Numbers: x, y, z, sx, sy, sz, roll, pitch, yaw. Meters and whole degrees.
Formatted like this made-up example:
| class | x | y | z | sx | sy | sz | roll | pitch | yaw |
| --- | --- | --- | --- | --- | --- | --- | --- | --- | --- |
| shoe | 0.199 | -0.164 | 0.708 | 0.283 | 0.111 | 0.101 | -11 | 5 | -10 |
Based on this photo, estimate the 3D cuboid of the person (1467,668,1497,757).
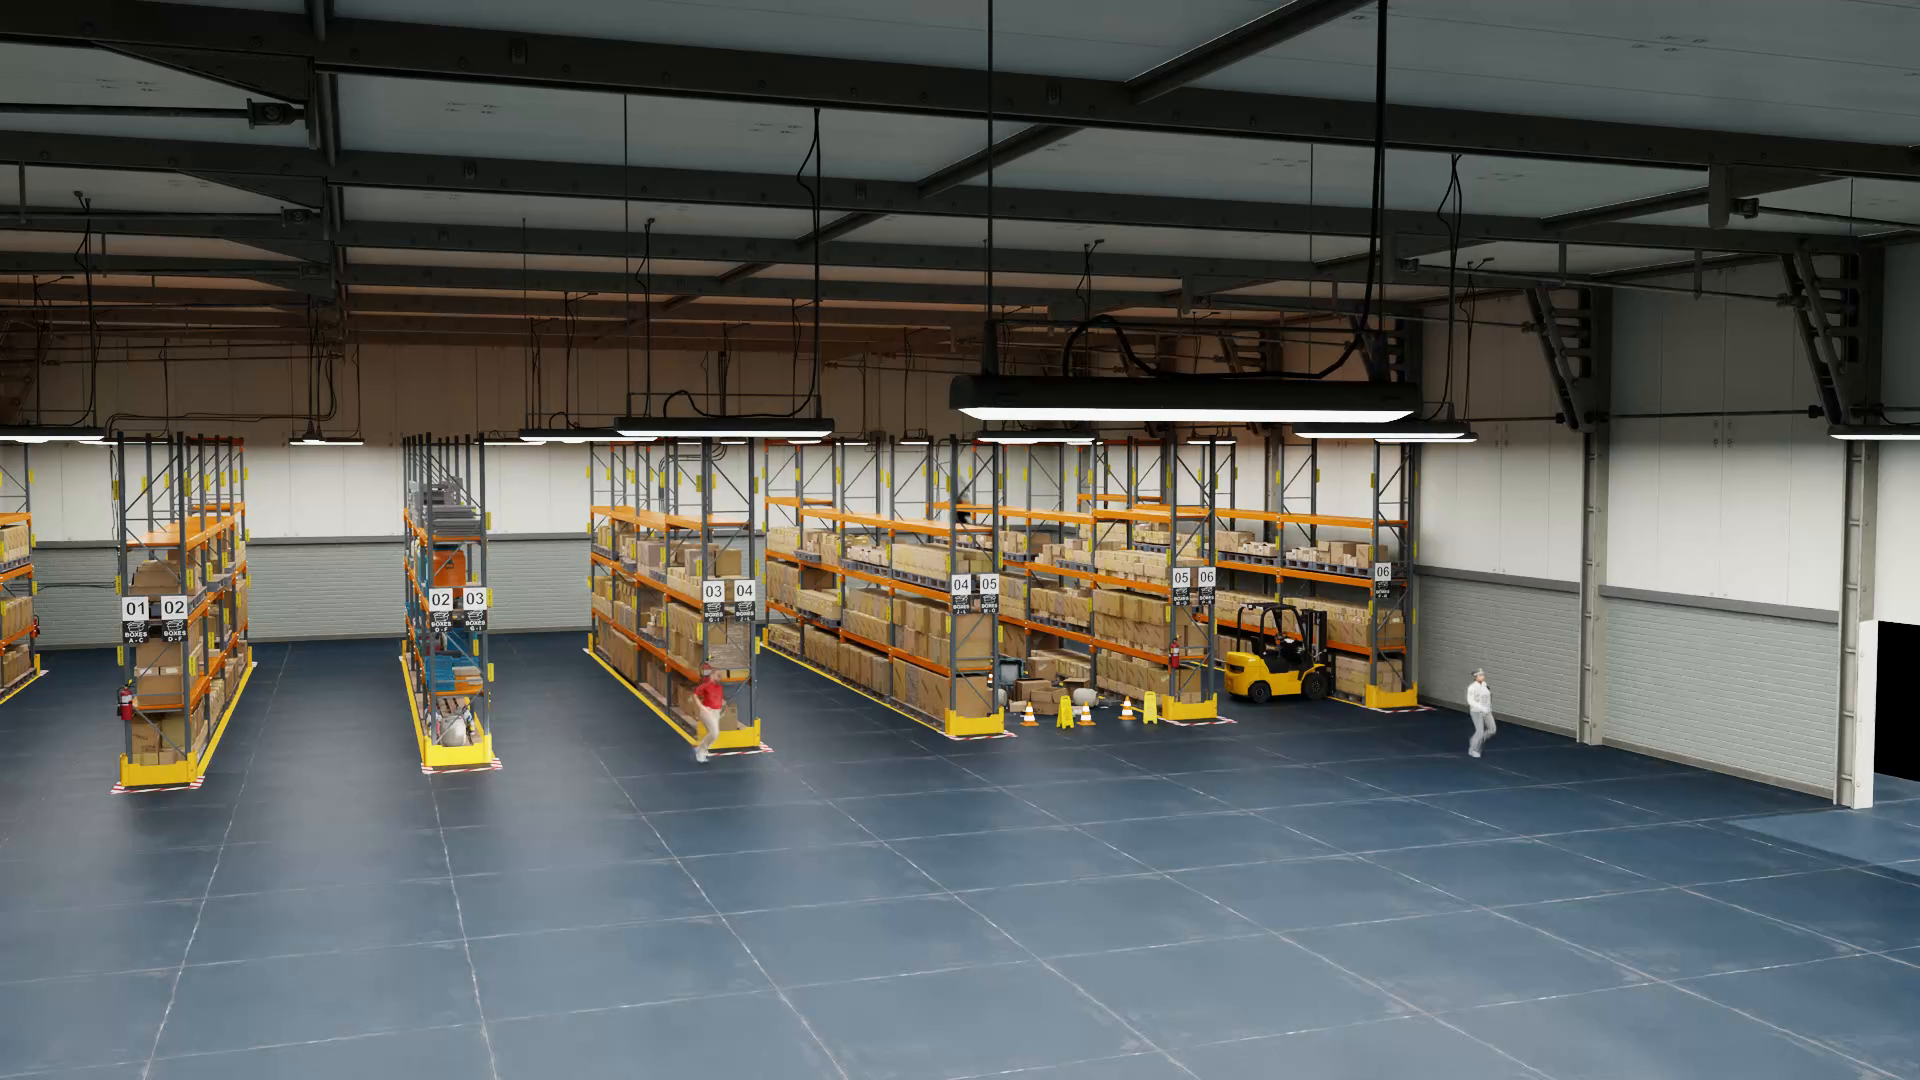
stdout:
| class | x | y | z | sx | sy | sz | roll | pitch | yaw |
| --- | --- | --- | --- | --- | --- | --- | --- | --- | --- |
| person | 9.656 | 3.188 | 30.765 | 0.629 | 1.658 | 0.534 | -2 | 4 | -30 |

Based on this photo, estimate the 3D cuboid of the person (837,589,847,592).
| class | x | y | z | sx | sy | sz | roll | pitch | yaw |
| --- | --- | --- | --- | --- | --- | --- | --- | --- | --- |
| person | -3.662 | 2.061 | 50.425 | 0.844 | 1.856 | 0.665 | -1 | 3 | -14 |

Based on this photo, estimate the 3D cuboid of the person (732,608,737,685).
| class | x | y | z | sx | sy | sz | roll | pitch | yaw |
| --- | --- | --- | --- | --- | --- | --- | --- | --- | --- |
| person | -5.520 | 2.561 | 40.515 | 0.655 | 1.817 | 0.909 | -1 | 3 | -25 |

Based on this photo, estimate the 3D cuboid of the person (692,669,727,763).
| class | x | y | z | sx | sy | sz | roll | pitch | yaw |
| --- | --- | --- | --- | --- | --- | --- | --- | --- | --- |
| person | -4.537 | 3.206 | 30.384 | 0.599 | 1.672 | 0.699 | 2 | 3 | 25 |
